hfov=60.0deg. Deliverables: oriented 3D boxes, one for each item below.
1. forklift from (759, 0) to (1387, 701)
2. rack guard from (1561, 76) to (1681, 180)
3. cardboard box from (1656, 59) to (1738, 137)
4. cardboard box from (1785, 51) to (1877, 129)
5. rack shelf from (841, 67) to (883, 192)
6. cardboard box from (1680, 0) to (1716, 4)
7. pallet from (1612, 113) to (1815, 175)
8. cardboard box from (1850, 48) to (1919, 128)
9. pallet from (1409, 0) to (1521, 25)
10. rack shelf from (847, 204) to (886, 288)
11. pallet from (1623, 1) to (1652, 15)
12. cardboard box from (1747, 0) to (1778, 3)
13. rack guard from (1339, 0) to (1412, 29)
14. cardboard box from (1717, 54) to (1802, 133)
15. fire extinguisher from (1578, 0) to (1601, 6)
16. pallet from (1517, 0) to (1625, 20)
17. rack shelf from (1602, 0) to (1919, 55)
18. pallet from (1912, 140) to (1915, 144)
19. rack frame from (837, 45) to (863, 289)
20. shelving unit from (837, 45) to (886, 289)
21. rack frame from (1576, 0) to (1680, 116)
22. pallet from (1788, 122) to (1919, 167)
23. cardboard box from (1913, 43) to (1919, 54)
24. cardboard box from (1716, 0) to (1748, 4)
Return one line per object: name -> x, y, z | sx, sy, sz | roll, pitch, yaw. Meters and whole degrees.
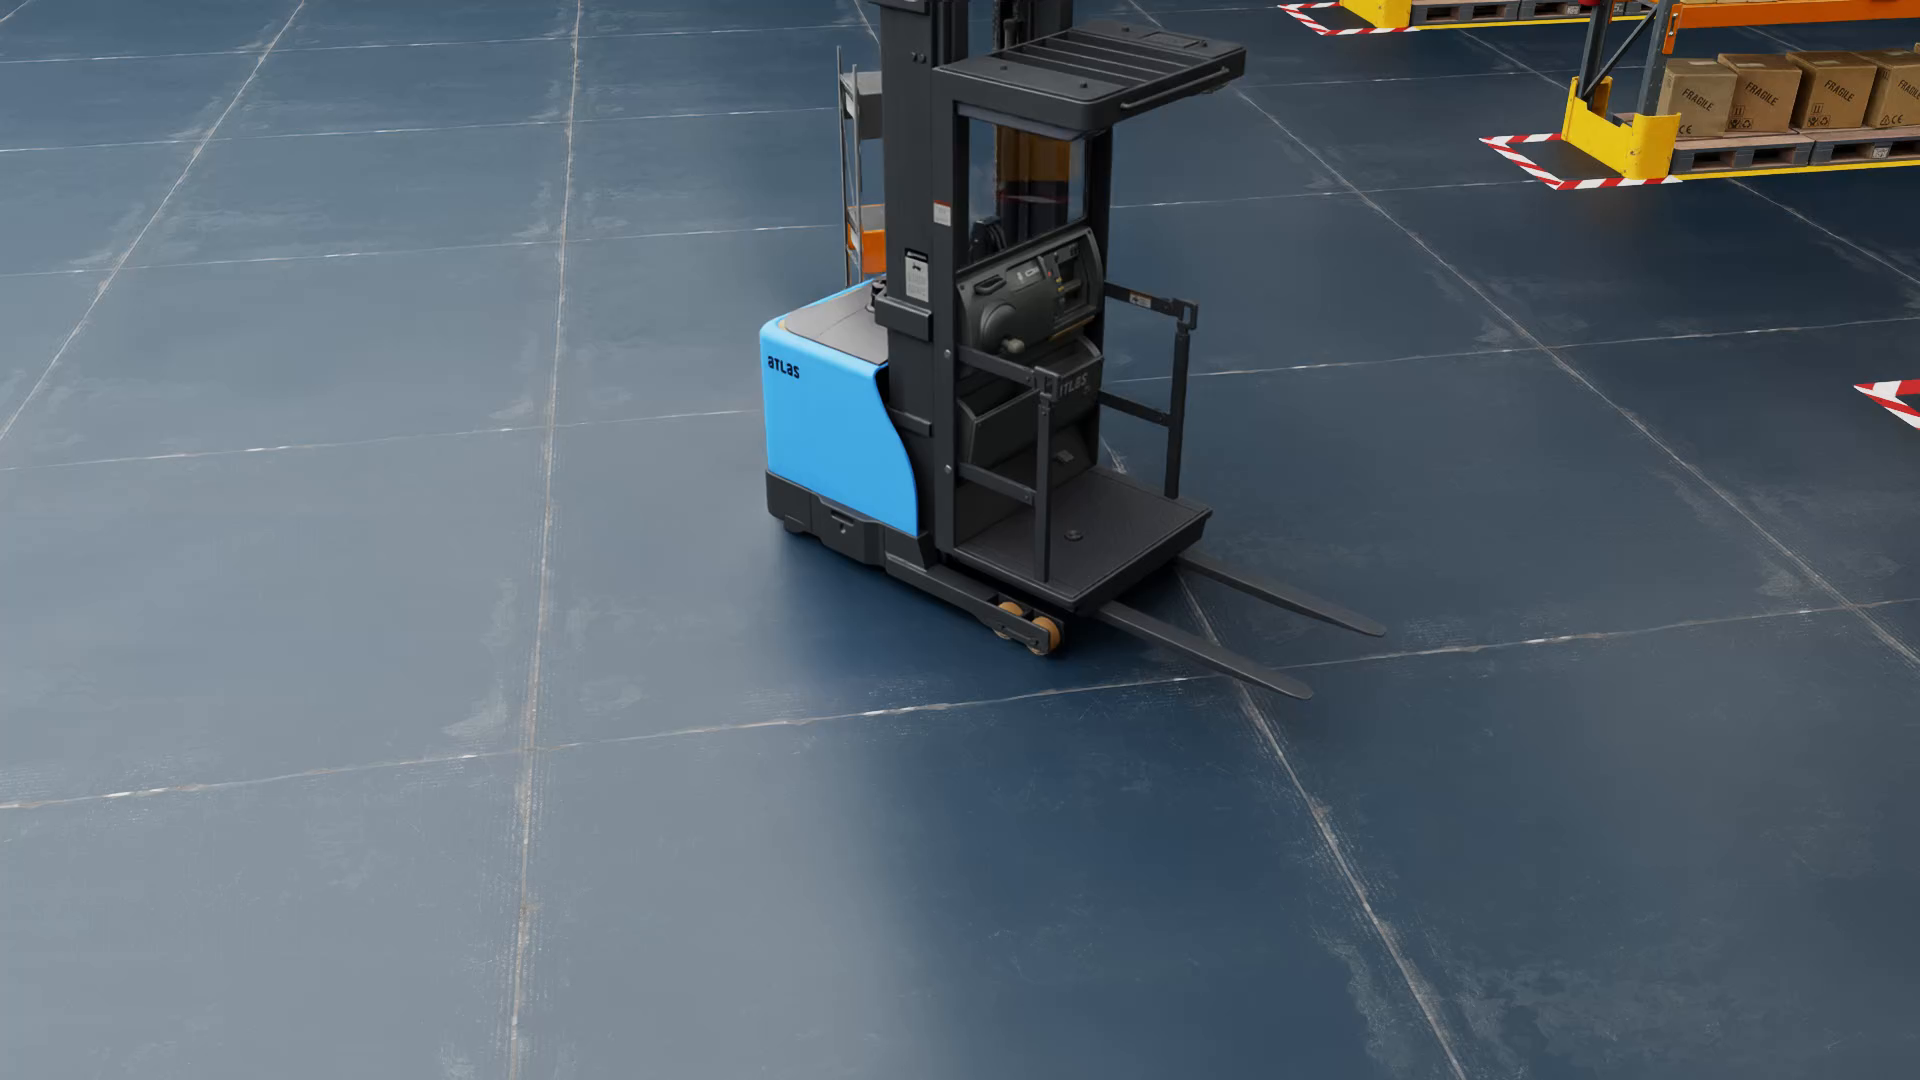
forklift -> 0.477, -1.055, 7.152 | 3.031, 2.935, 1.130 | 24, 38, 34
rack guard -> 5.326, -3.345, 13.446 | 0.348, 0.500, 1.175 | -5, 31, -9
cardboard box -> 5.868, -3.568, 13.411 | 0.500, 0.500, 0.500 | 0, 30, 0
cardboard box -> 7.069, -3.687, 13.614 | 0.500, 0.500, 0.500 | -3, 31, -4
rack shelf -> -0.320, -2.092, 8.382 | 0.480, 0.518, 0.431 | -8, 31, -13
cardboard box -> 5.574, -4.215, 12.706 | 0.250, 0.149, 0.380 | -5, 31, -9
pallet -> 6.131, -3.277, 13.615 | 1.213, 0.211, 1.003 | -5, 31, -9
cardboard box -> 7.626, -3.716, 13.662 | 0.500, 0.500, 0.500 | -8, 31, -13
pallet -> 5.225, -5.785, 17.881 | 1.213, 0.211, 1.003 | -5, 31, -9
rack shelf -> -0.320, -1.488, 8.736 | 0.480, 0.518, 0.431 | -8, 31, -13
pallet -> 7.625, -6.008, 18.259 | 1.213, 0.211, 1.003 | -5, 31, -9
cardboard box -> 6.072, -4.243, 12.755 | 0.250, 0.149, 0.380 | -5, 31, -9
rack guard -> 4.425, -5.838, 17.686 | 0.348, 0.500, 1.175 | -5, 31, -9
cardboard box -> 6.450, -3.640, 13.532 | 0.500, 0.500, 0.500 | 2, 31, 4
fire extinguisher -> 5.055, -4.602, 13.193 | 0.183, 0.674, 0.296 | -5, 31, -9
pallet -> 6.423, -5.895, 18.067 | 1.213, 0.211, 1.003 | -5, 31, -9
rack shelf -> 7.218, -4.288, 13.294 | 4.000, 0.370, 1.077 | -5, 31, -9
pallet -> 8.531, -3.500, 13.994 | 1.213, 0.211, 1.003 | -5, 31, -9
rack frame -> -0.555, -1.467, 8.673 | 0.015, 2.100, 0.400 | -8, 31, -13
shelving unit -> -0.320, -1.500, 8.729 | 0.503, 2.100, 0.431 | -8, 31, -13
rack frame -> 5.251, -4.416, 12.801 | 0.127, 3.000, 1.000 | -5, 31, -9
pallet -> 7.329, -3.387, 13.802 | 1.213, 0.211, 1.003 | -5, 31, -9
cardboard box -> 8.223, -3.812, 13.825 | 0.500, 0.500, 0.500 | 4, 31, 7
cardboard box -> 5.824, -4.228, 12.729 | 0.250, 0.149, 0.380 | -5, 31, -9
